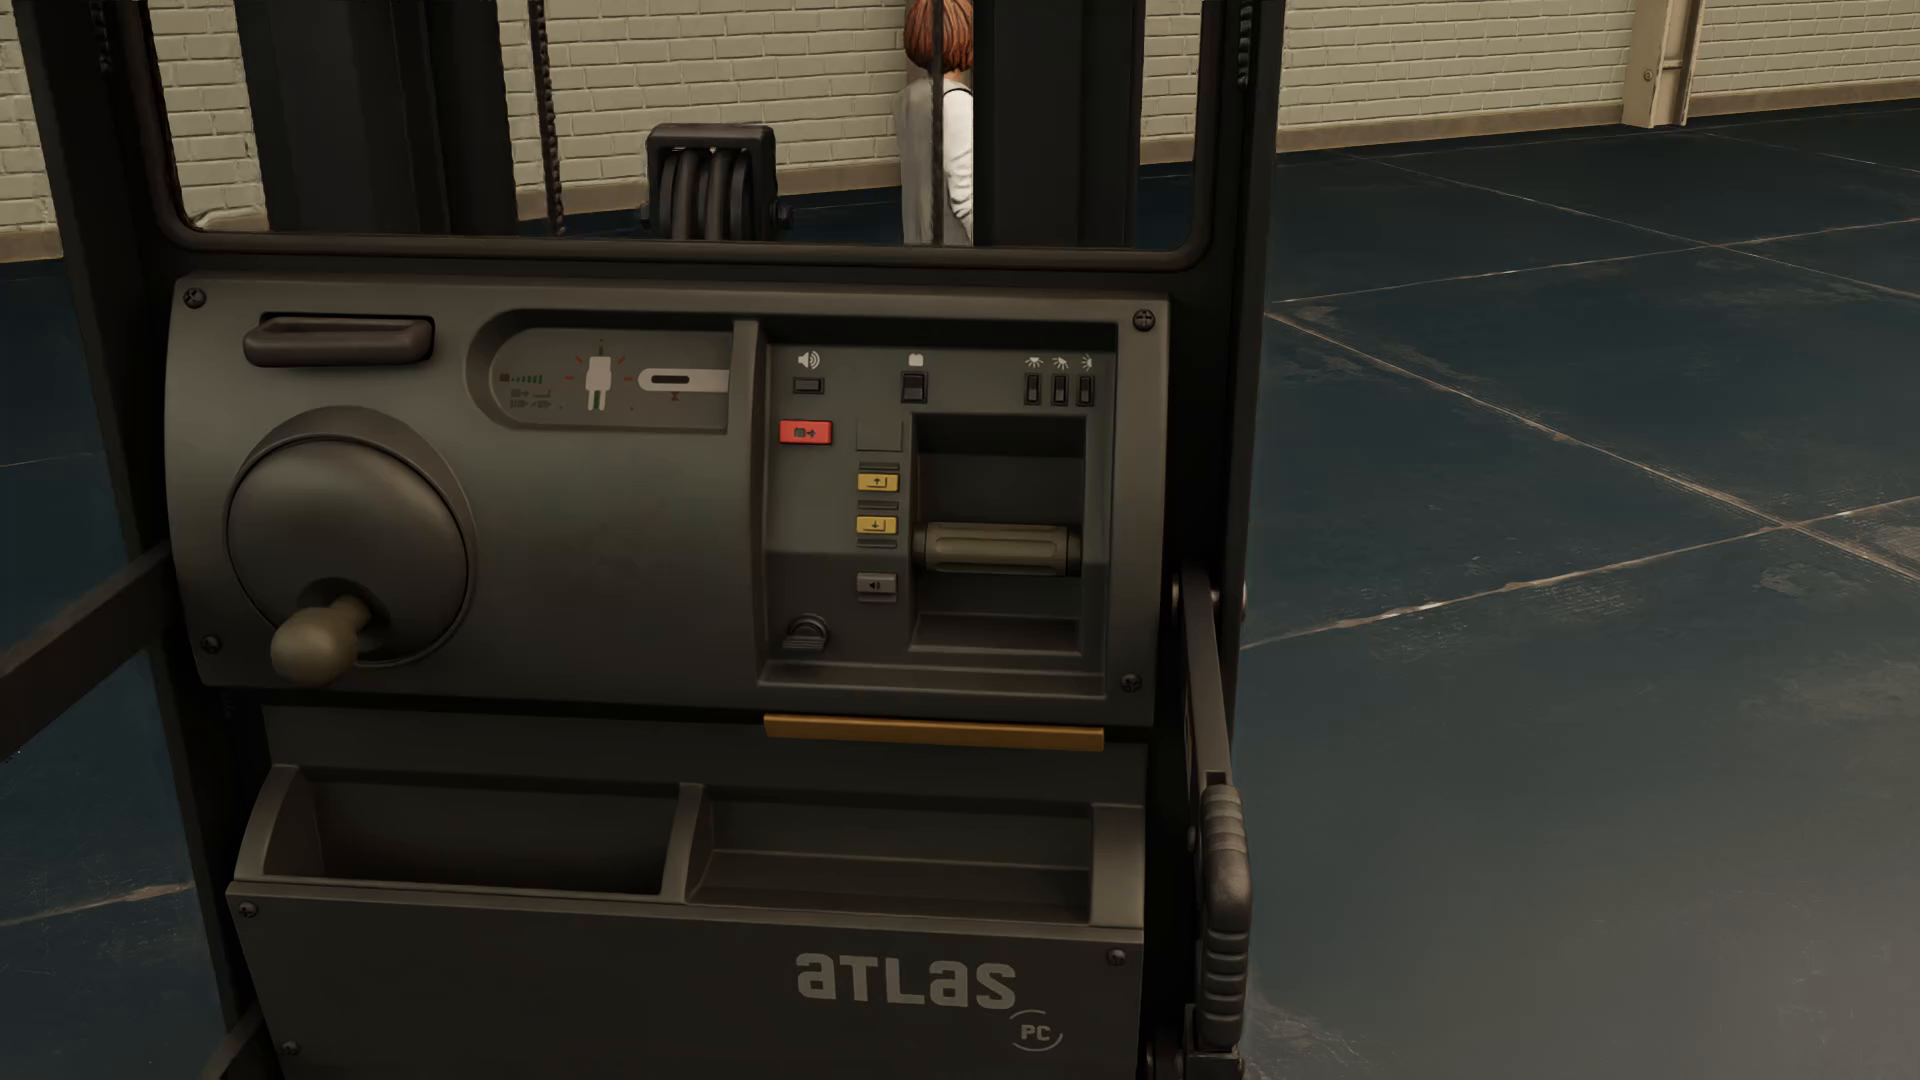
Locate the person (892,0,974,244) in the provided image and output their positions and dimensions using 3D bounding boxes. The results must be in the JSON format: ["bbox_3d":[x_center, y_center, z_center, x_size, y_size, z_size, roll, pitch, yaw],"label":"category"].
[{"bbox_3d":[0.074,-0.752,4.815,0.473,1.599,0.520,-10,25,-23],"label":"person"}]

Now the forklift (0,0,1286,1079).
[{"bbox_3d":[-0.295,-0.022,1.340,1.130,2.935,3.031,2,23,5],"label":"forklift"}]
